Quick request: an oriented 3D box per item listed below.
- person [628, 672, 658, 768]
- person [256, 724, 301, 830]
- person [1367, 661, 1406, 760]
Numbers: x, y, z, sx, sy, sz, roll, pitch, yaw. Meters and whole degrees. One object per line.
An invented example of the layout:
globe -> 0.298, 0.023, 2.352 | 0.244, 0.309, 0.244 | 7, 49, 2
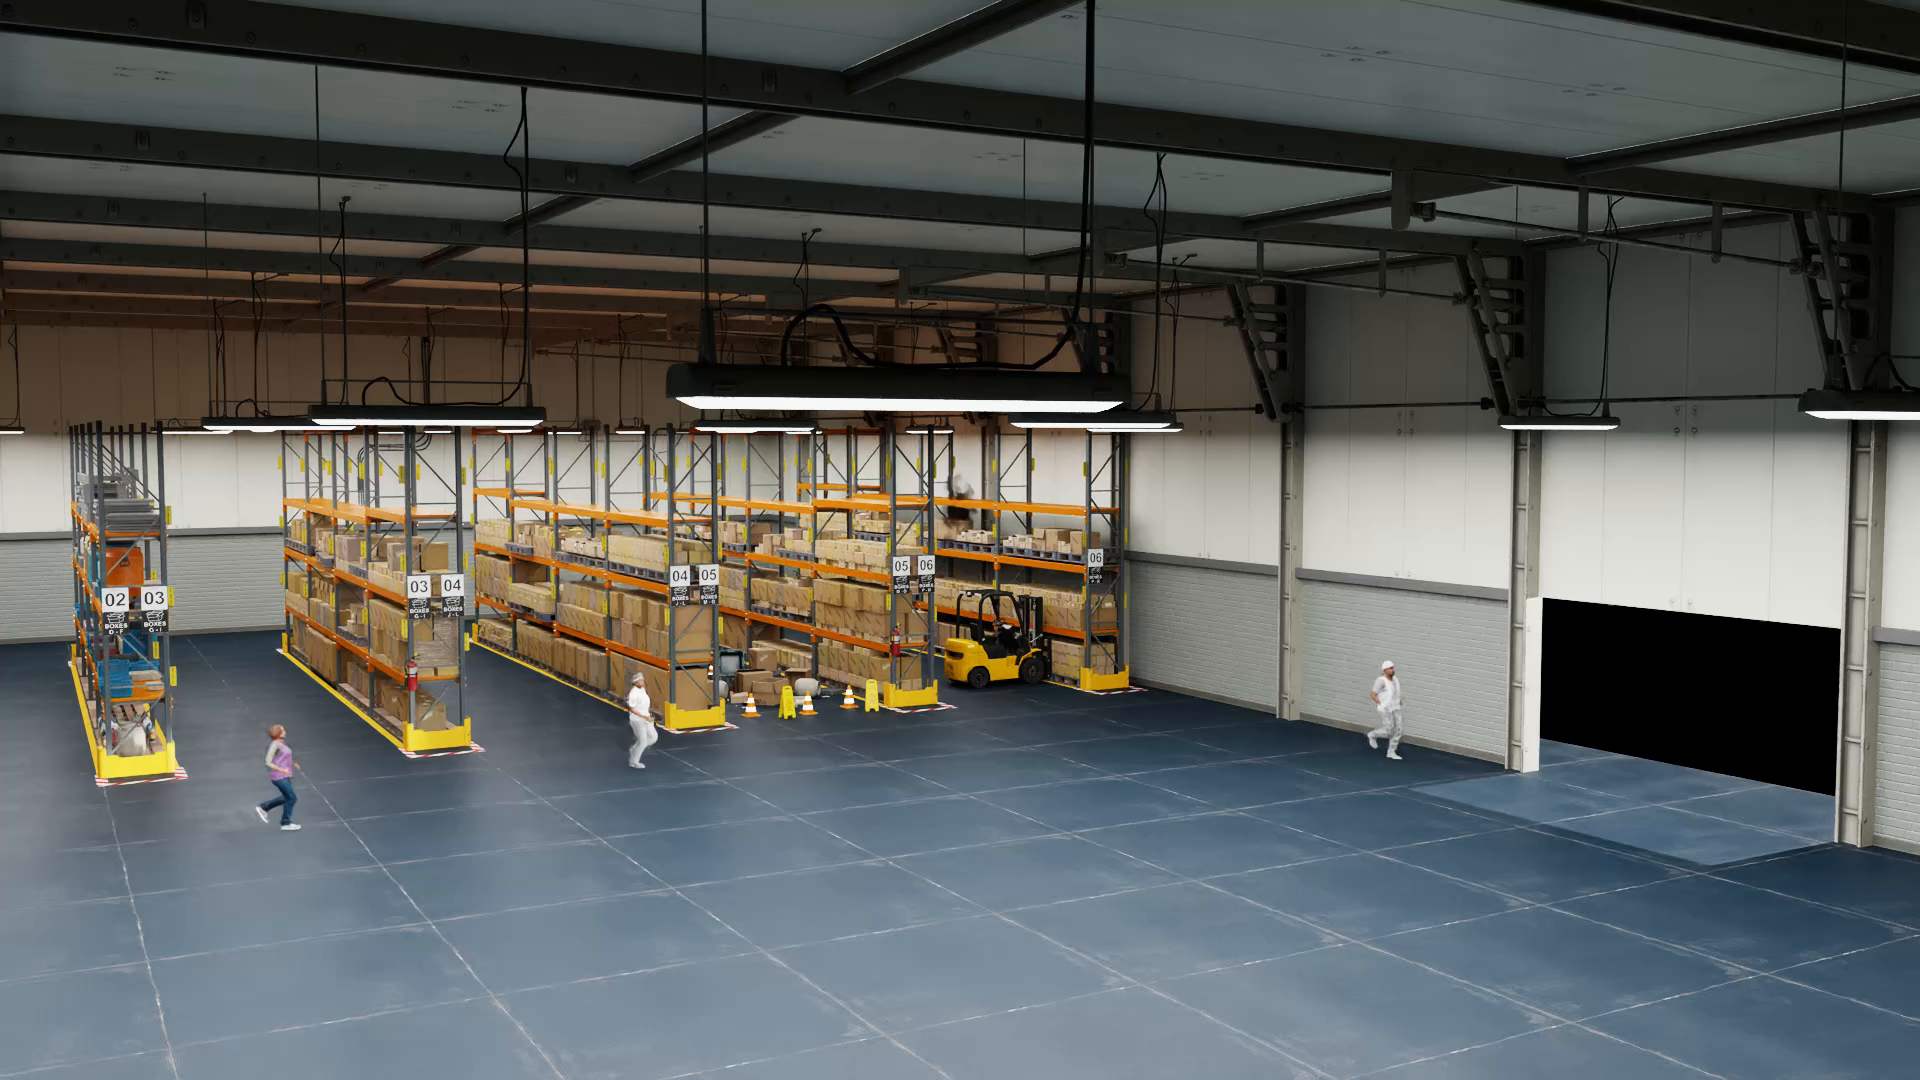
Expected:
person -> -5.514, 3.116, 28.837 | 0.479, 1.664, 0.586 | 1, 4, 11
person -> -9.924, 3.451, 24.155 | 0.637, 1.551, 0.540 | -1, 4, -9
person -> 7.625, 3.022, 29.686 | 0.683, 1.743, 0.689 | -3, 4, -35
